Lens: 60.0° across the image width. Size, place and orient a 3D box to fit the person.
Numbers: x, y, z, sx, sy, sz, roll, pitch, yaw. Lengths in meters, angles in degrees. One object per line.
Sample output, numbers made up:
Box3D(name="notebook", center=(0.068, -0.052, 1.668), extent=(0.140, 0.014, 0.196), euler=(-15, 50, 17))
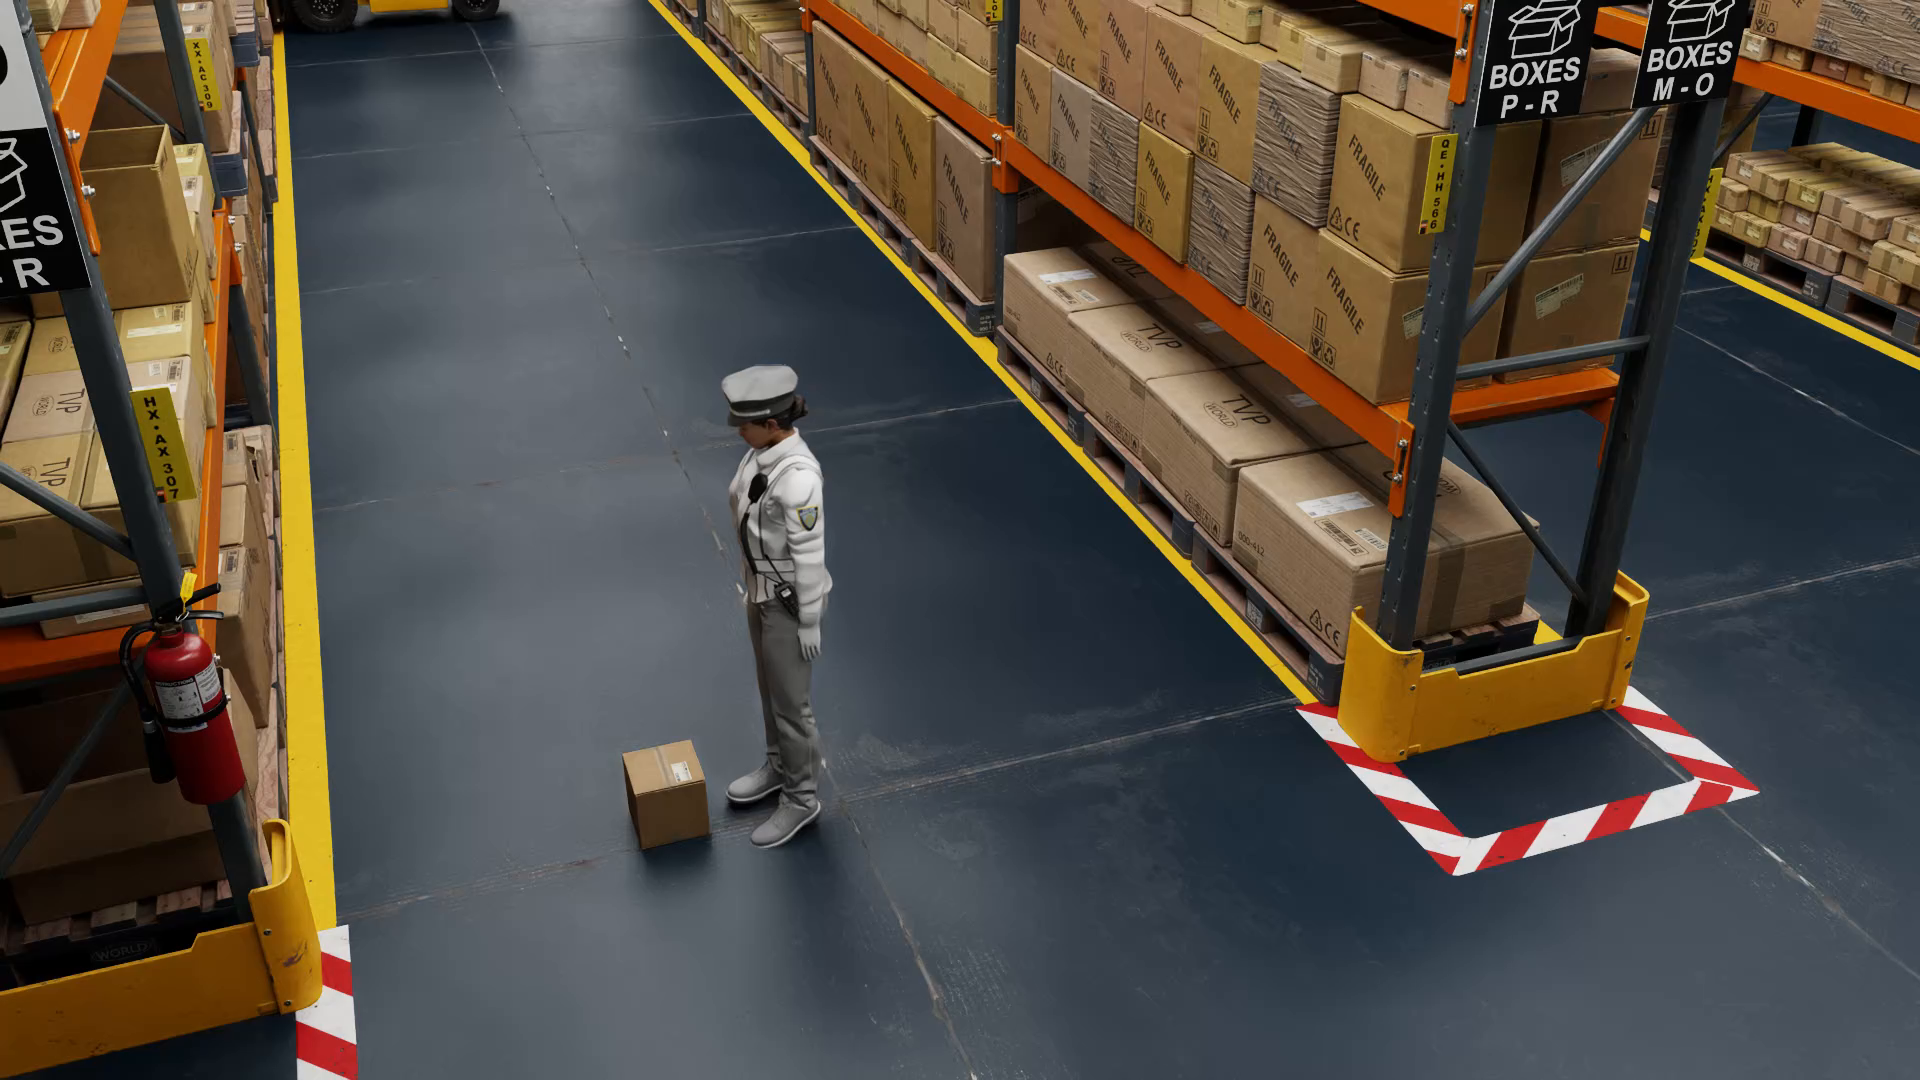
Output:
Box3D(name="person", center=(-0.649, 0.227, 5.722), extent=(0.413, 1.698, 0.536), euler=(-10, 31, -17))
